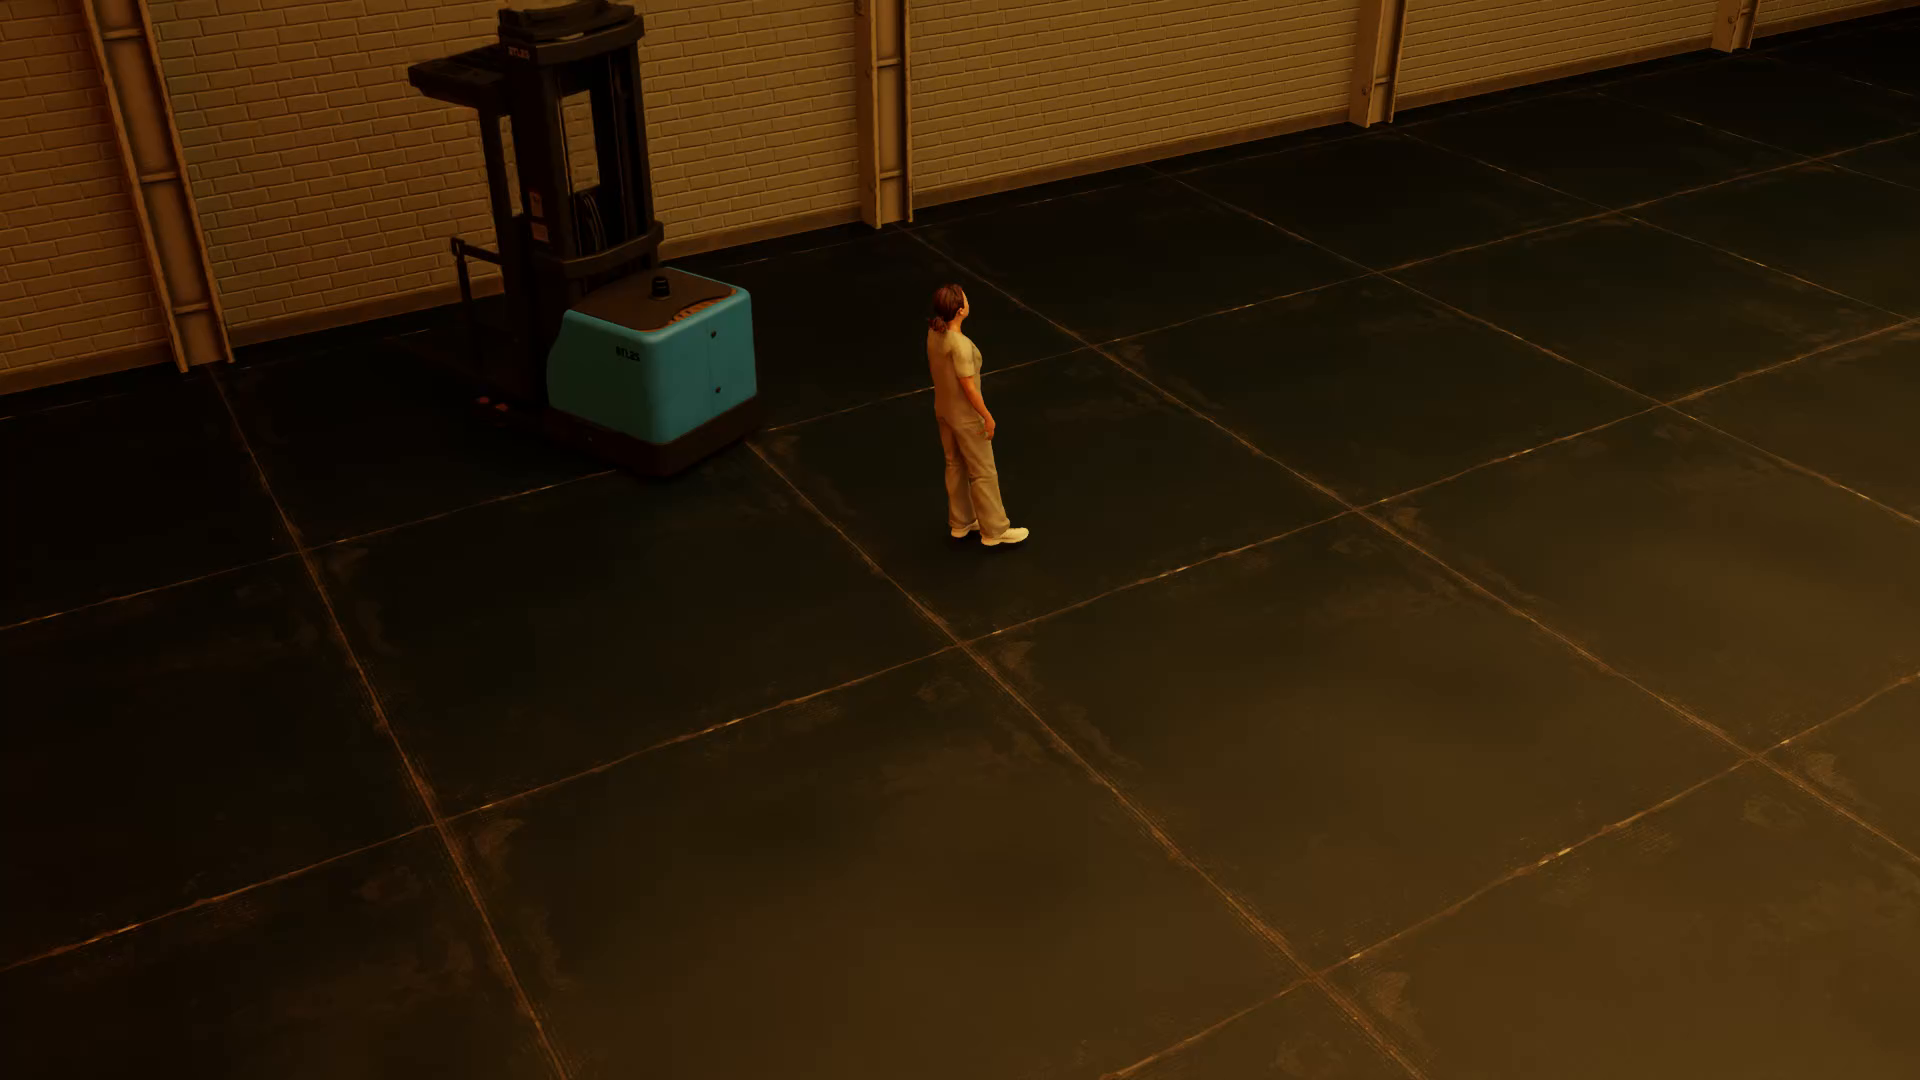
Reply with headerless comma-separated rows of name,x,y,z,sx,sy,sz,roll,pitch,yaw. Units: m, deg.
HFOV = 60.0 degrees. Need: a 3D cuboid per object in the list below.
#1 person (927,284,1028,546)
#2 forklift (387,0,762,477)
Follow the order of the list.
person,0.070,-0.773,10.068,0.547,1.673,0.550,-17,35,-26
forklift,-2.903,-2.260,11.422,3.031,2.935,1.130,20,36,29
